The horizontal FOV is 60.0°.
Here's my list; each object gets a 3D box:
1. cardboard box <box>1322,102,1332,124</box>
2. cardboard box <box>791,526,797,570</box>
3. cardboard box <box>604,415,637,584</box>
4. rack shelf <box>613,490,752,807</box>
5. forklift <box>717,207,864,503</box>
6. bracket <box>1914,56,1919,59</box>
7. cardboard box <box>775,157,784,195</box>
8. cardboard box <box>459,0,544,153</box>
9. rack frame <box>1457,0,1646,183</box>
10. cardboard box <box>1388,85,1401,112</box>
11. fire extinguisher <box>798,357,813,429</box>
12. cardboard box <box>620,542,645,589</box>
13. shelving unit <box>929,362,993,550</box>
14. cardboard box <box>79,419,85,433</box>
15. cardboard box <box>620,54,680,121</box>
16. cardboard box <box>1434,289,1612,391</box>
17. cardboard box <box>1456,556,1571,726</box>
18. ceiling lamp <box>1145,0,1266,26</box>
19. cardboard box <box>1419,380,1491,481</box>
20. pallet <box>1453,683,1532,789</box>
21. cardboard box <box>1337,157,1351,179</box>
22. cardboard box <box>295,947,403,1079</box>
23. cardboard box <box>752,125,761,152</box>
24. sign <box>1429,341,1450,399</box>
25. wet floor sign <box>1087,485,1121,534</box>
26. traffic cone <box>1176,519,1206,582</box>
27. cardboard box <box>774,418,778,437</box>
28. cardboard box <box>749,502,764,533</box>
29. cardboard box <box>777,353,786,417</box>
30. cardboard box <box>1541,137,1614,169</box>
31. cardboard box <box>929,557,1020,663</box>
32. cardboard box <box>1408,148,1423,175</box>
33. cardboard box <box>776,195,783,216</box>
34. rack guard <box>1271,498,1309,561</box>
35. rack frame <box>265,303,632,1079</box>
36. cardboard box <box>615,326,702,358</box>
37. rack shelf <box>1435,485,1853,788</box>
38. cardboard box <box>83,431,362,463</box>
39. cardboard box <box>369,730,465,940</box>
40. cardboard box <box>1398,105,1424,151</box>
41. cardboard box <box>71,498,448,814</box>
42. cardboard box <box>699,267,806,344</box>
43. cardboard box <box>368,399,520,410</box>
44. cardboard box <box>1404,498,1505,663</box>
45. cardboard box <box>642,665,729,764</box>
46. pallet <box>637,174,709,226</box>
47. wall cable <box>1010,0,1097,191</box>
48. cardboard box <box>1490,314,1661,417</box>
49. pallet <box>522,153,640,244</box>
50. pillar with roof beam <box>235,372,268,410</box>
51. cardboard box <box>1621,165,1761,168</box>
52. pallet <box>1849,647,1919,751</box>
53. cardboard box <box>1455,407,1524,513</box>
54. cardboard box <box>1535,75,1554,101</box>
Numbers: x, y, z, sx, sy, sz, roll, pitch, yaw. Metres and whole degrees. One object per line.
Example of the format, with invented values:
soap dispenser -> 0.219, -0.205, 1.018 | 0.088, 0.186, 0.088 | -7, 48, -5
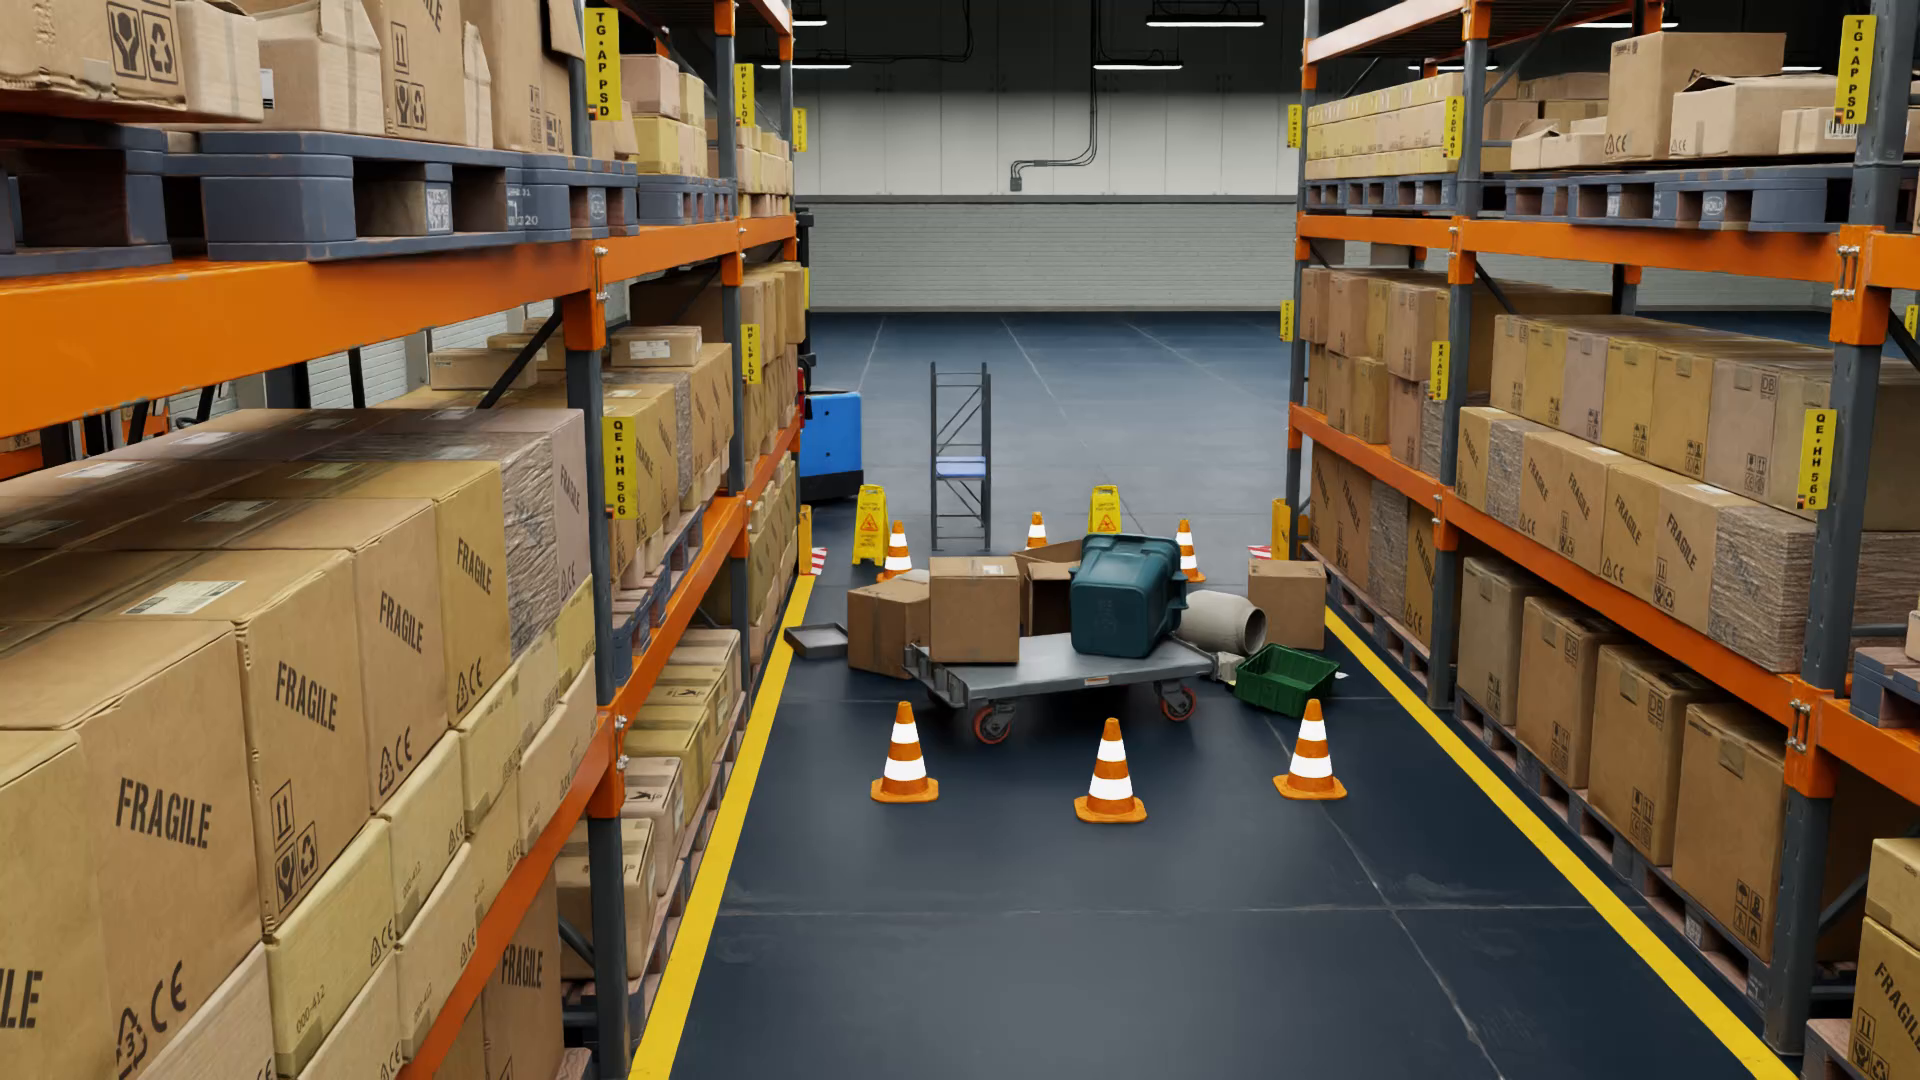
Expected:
cardboard box -> 2.860, -3.110, 12.117 | 0.380, 0.149, 0.250 | 0, 11, -2
cardboard box -> -1.499, 0.061, 12.573 | 0.500, 0.250, 0.500 | 0, 11, -1
cardboard box -> -1.398, -0.146, 5.677 | 0.500, 0.500, 0.500 | -1, 11, -3
rack shelf -> -1.661, 0.300, 7.344 | 1.077, 0.370, 4.000 | 0, 11, -1
forklift -> -2.267, -2.000, 17.046 | 1.130, 2.935, 3.031 | -9, 15, -38
bracket -> 22.946, -11.283, 38.487 | 0.076, 0.066, 4.783 | 0, 11, -1
cardboard box -> -1.480, -2.484, 11.342 | 0.500, 0.250, 0.500 | 0, 11, 0
cardboard box -> -1.409, -1.184, 3.997 | 0.700, 0.500, 0.500 | -1, 11, -4
rack frame -> 3.244, -3.430, 8.835 | 1.000, 3.000, 0.127 | 0, 11, -1
cardboard box -> 2.896, -2.756, 10.372 | 0.380, 0.149, 0.250 | 0, 11, -1
fire extinguisher -> -1.327, -1.232, 13.281 | 0.296, 0.674, 0.183 | 0, 11, -1
cardboard box -> -1.372, 0.086, 6.165 | 0.380, 0.149, 0.250 | -1, 12, -5
shelving unit -> -0.002, -0.752, 14.494 | 0.538, 1.500, 1.048 | 0, 11, -1
cardboard box -> -6.463, -0.971, 11.550 | 0.500, 0.500, 0.500 | 0, 11, -2
cardboard box -> -1.520, -1.980, 7.293 | 0.500, 0.250, 0.500 | 0, 11, 0
cardboard box -> 3.271, -1.166, 9.671 | 0.875, 0.550, 0.550 | 0, 11, -1
cardboard box -> 3.347, 0.529, 9.007 | 1.050, 0.750, 0.750 | 0, 11, -1
ceiling lamp -> 4.151, -10.317, 28.098 | 2.000, 3.185, 0.800 | 0, 11, -1
cardboard box -> 3.225, -0.637, 9.778 | 0.875, 0.550, 0.550 | 0, 11, -1
pallet -> 3.336, 1.029, 8.954 | 1.003, 0.211, 1.213 | 0, 11, -1
cardboard box -> 2.869, -2.617, 11.694 | 0.380, 0.149, 0.250 | 0, 11, -1
cardboard box -> -1.289, 0.921, 2.854 | 0.500, 0.250, 0.500 | 0, 11, -2
cardboard box -> -1.392, -2.408, 9.966 | 0.380, 0.149, 0.250 | 0, 11, -2
sign -> 2.690, -0.951, 9.325 | 0.100, 0.325, 0.005 | 0, 11, -1
wet floor sign -> 1.182, -0.129, 13.573 | 0.267, 0.644, 0.232 | -2, 12, -11
traffic cone -> 1.753, 0.069, 13.054 | 0.336, 0.463, 0.334 | 0, 11, -1
cardboard box -> -1.467, -0.794, 11.563 | 0.380, 0.149, 0.250 | 0, 11, -2
cardboard box -> -1.387, -0.137, 10.032 | 0.380, 0.149, 0.250 | 0, 11, 0
cardboard box -> -1.486, -1.134, 11.605 | 0.500, 0.500, 0.500 | 0, 11, -1
cardboard box -> 3.018, -1.885, 8.085 | 0.250, 0.149, 0.380 | 0, 11, -1
cardboard box -> 0.077, 0.391, 9.471 | 0.500, 0.500, 0.500 | 0, 11, -1
cardboard box -> 2.905, -2.265, 9.957 | 0.380, 0.149, 0.250 | 0, 11, 0
cardboard box -> -1.489, -2.420, 12.030 | 0.380, 0.149, 0.250 | 0, 11, 1
rack guard -> 3.161, -0.065, 13.623 | 1.175, 0.500, 0.348 | 0, 11, -1
rack frame -> -1.620, 0.345, 5.313 | 1.000, 3.000, 0.127 | 0, 11, -1
cardboard box -> -1.440, -0.941, 7.964 | 0.380, 0.149, 0.250 | -1, 11, -3
rack shelf -> 3.286, 0.260, 7.543 | 1.077, 0.370, 4.000 | 0, 11, -1
cardboard box -> -1.834, 0.004, 4.230 | 0.500, 0.500, 0.500 | 0, 11, -1
cardboard box -> -1.300, 0.576, 3.296 | 0.500, 0.250, 0.500 | -1, 11, -3
cardboard box -> 2.967, -2.485, 10.039 | 0.500, 0.250, 0.500 | 0, 11, -1
cardboard box -> -1.322, 0.209, 3.217 | 0.500, 0.500, 0.500 | 0, 11, -2
cardboard box -> -1.440, -1.628, 11.523 | 0.700, 0.500, 0.500 | 0, 11, -2
cardboard box -> -1.929, -0.247, 6.178 | 0.500, 0.500, 0.500 | 0, 11, -2
cardboard box -> 3.301, 0.220, 10.219 | 0.875, 0.875, 0.875 | 0, 11, 0
cardboard box -> -1.671, 0.879, 8.233 | 0.950, 0.372, 0.625 | 0, 11, 2
pallet -> -1.772, -1.499, 7.329 | 1.213, 0.211, 1.003 | 0, 11, -1
wall cable -> 2.499, -12.279, 43.897 | 2.305, 6.003, 0.169 | 0, 11, -1
cardboard box -> 3.261, -0.931, 8.836 | 0.700, 0.500, 0.500 | 0, 11, -2
pallet -> -1.553, -0.904, 4.404 | 1.213, 0.211, 1.003 | 0, 11, 1
pillar with roof beam -> -3.454, -5.232, 17.716 | 9.100, 9.000, 0.400 | 0, 11, -1
cardboard box -> 3.490, -1.897, 7.891 | 0.500, 0.250, 0.500 | 0, 11, -2
pallet -> 3.448, 0.540, 4.835 | 1.213, 0.211, 1.003 | 0, 11, -1
cardboard box -> 2.986, -0.434, 8.901 | 0.500, 0.500, 0.500 | 0, 11, -1
cardboard box -> 3.570, -2.607, 9.641 | 0.380, 0.149, 0.250 | 0, 11, -2
